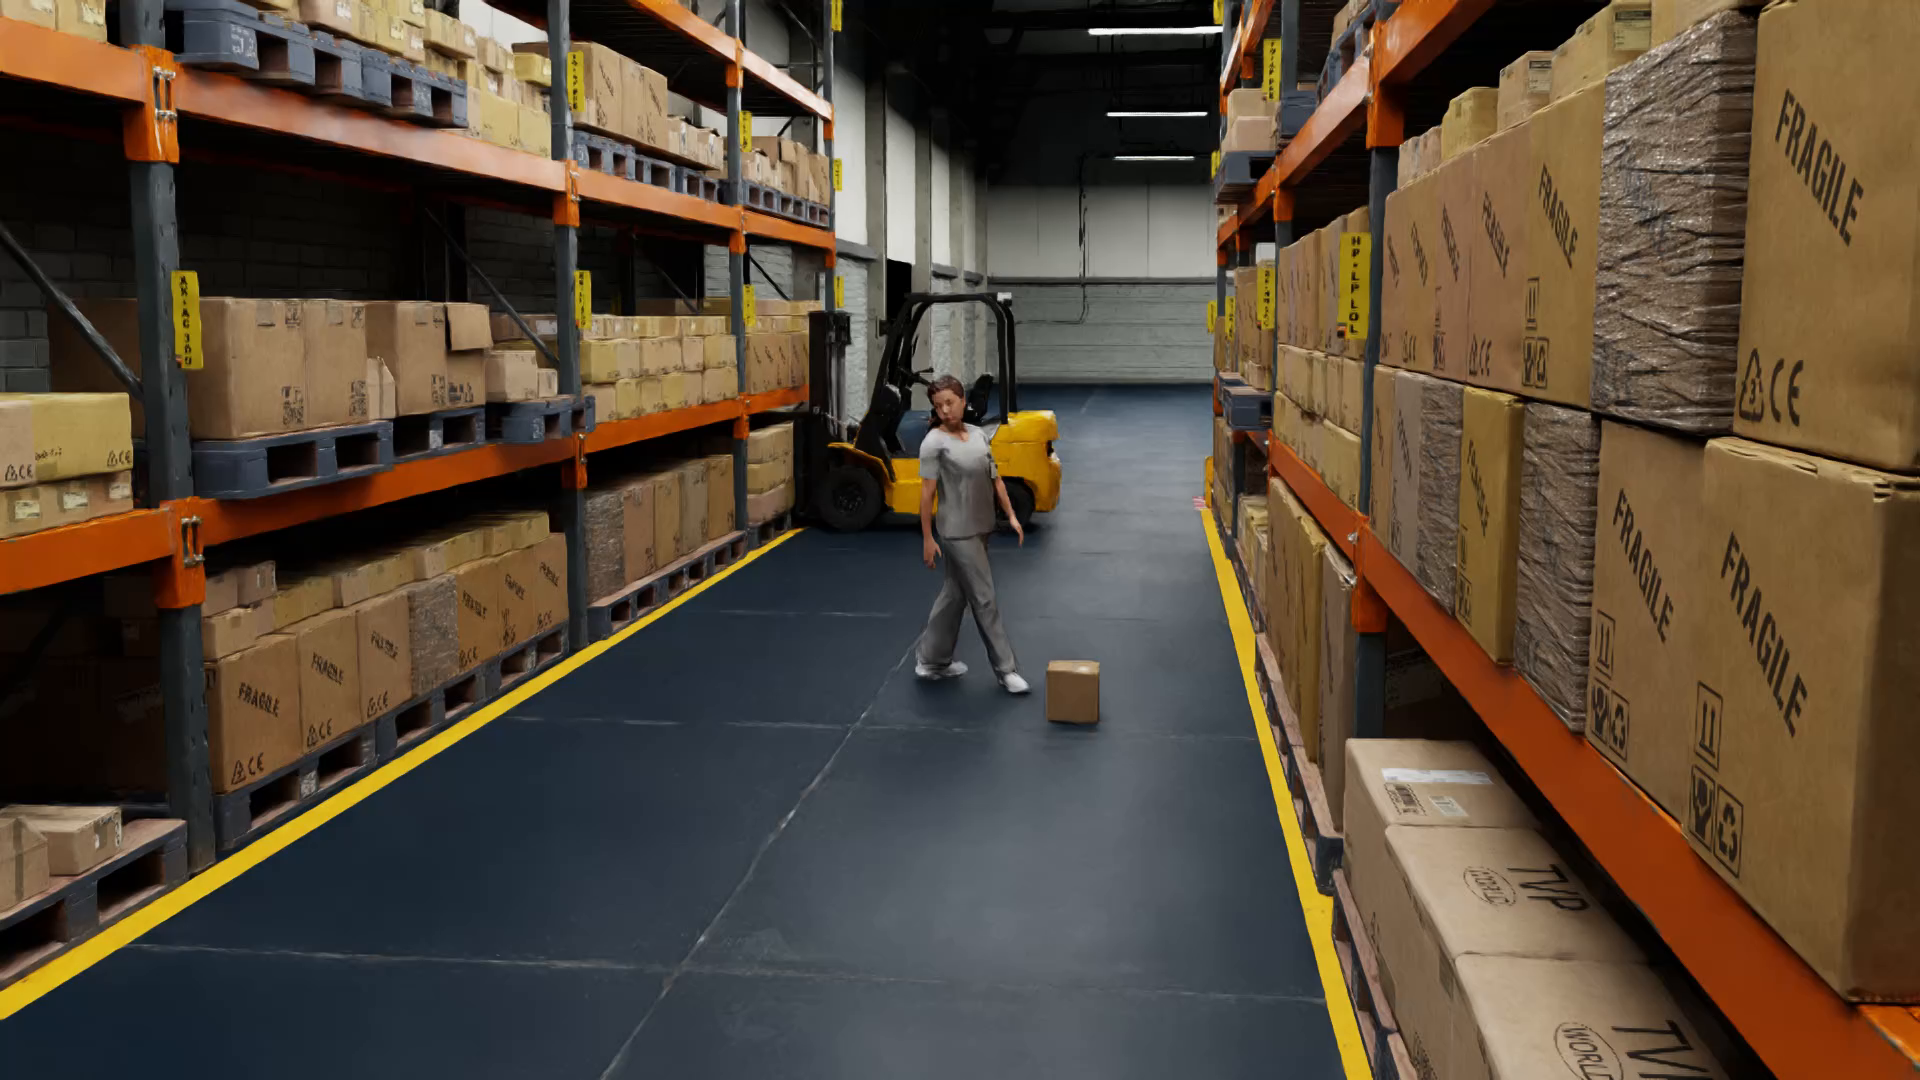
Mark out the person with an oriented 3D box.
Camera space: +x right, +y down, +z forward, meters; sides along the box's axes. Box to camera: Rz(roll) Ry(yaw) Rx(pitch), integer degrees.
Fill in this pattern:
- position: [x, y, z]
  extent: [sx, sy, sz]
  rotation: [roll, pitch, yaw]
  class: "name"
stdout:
- position: [0.048, -0.037, 8.645]
  extent: [0.699, 1.638, 0.494]
  rotation: [5, 9, 33]
  class: "person"
